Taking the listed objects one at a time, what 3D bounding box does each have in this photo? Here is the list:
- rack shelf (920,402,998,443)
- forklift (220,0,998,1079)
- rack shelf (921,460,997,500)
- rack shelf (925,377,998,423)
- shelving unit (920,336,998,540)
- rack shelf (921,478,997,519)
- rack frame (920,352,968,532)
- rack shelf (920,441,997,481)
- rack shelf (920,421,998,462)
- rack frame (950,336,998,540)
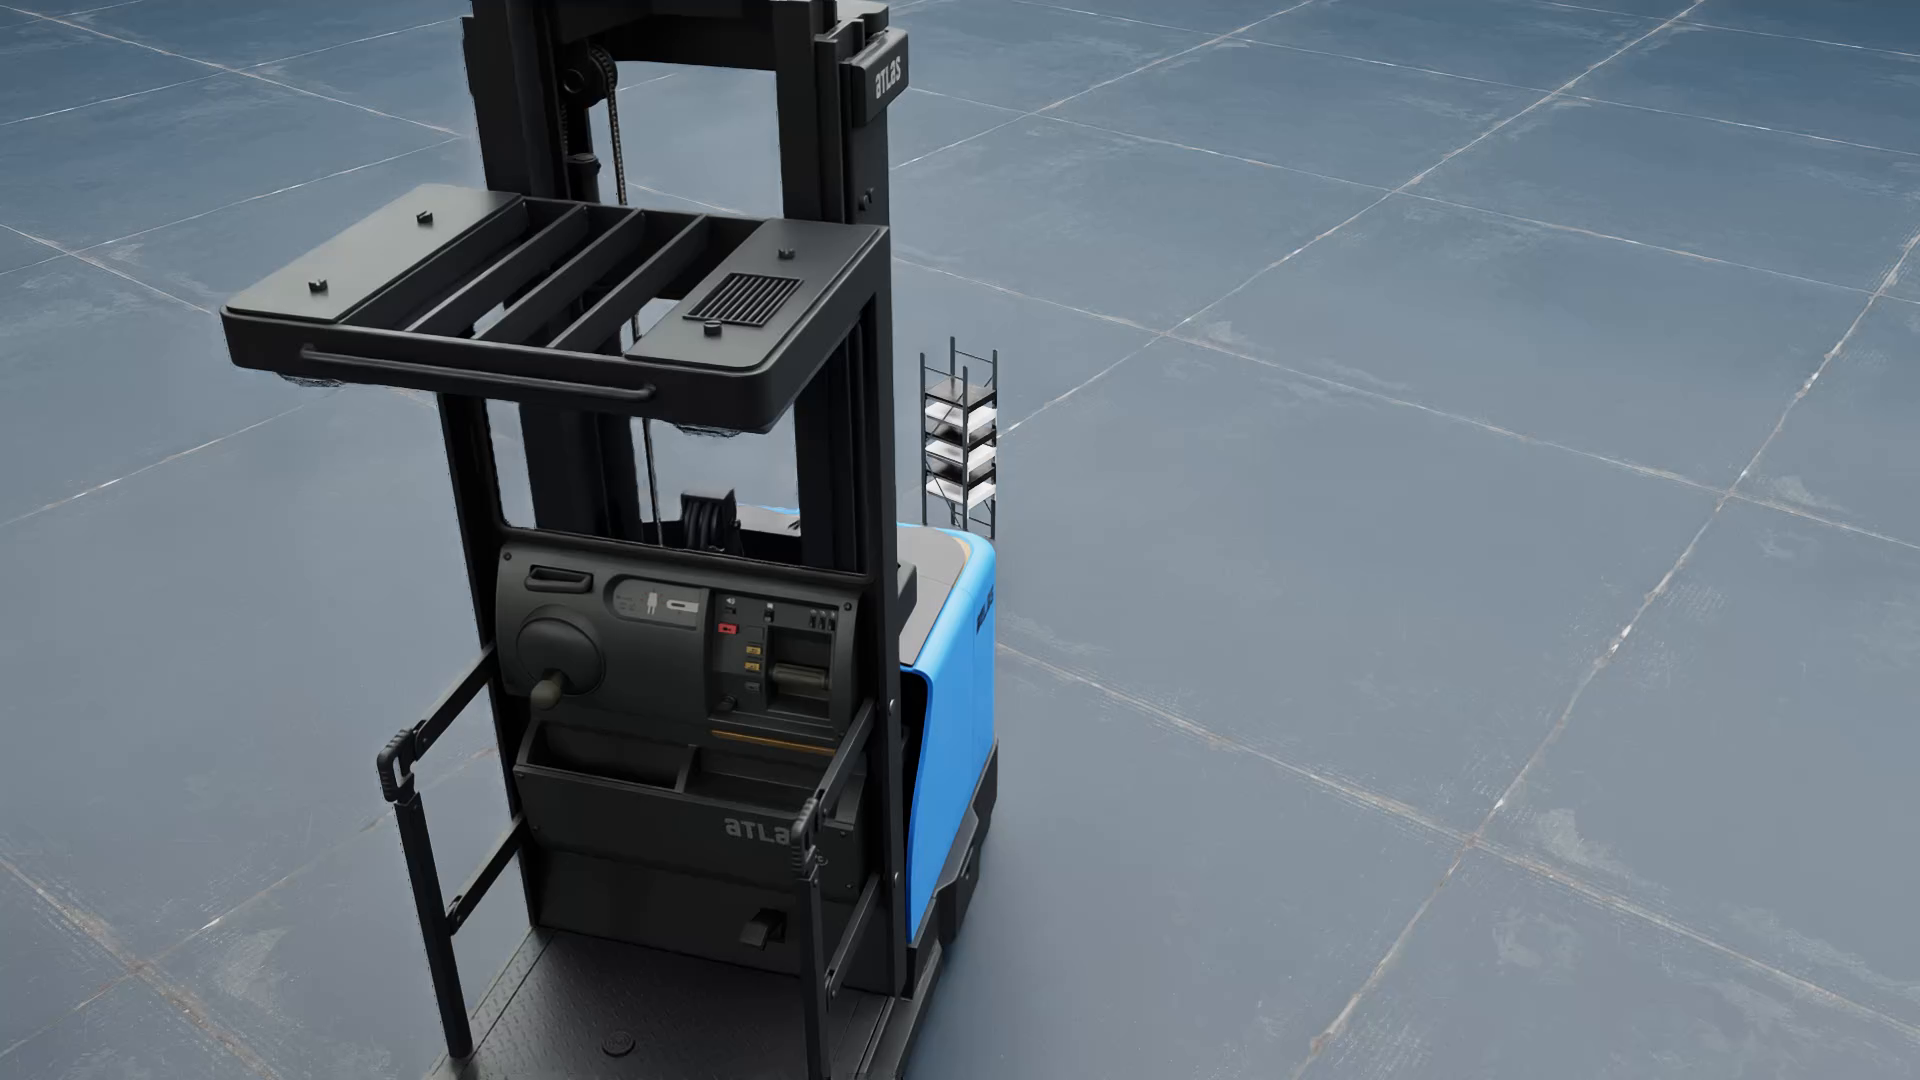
[{"bbox_3d":[-0.005,-0.510,6.940,0.258,0.077,0.200,21,37,31],"label":"rack shelf"},{"bbox_3d":[-0.748,0.306,3.858,1.130,2.935,3.031,8,32,13],"label":"forklift"},{"bbox_3d":[-0.005,-0.278,7.078,0.258,0.077,0.200,21,37,31],"label":"rack shelf"},{"bbox_3d":[-0.005,-0.587,6.894,0.258,0.077,0.200,21,37,31],"label":"rack shelf"},{"bbox_3d":[-0.005,-0.384,7.015,0.258,0.900,0.210,21,37,31],"label":"shelving unit"},{"bbox_3d":[-0.005,-0.200,7.124,0.258,0.077,0.200,21,37,31],"label":"rack shelf"},{"bbox_3d":[-0.066,-0.343,6.945,0.240,0.900,0.006,21,37,31],"label":"rack frame"},{"bbox_3d":[-0.005,-0.355,7.032,0.258,0.077,0.200,21,37,31],"label":"rack shelf"},{"bbox_3d":[-0.005,-0.433,6.986,0.258,0.077,0.200,21,37,31],"label":"rack shelf"},{"bbox_3d":[0.056,-0.425,7.085,0.240,0.900,0.006,21,37,31],"label":"rack frame"}]
